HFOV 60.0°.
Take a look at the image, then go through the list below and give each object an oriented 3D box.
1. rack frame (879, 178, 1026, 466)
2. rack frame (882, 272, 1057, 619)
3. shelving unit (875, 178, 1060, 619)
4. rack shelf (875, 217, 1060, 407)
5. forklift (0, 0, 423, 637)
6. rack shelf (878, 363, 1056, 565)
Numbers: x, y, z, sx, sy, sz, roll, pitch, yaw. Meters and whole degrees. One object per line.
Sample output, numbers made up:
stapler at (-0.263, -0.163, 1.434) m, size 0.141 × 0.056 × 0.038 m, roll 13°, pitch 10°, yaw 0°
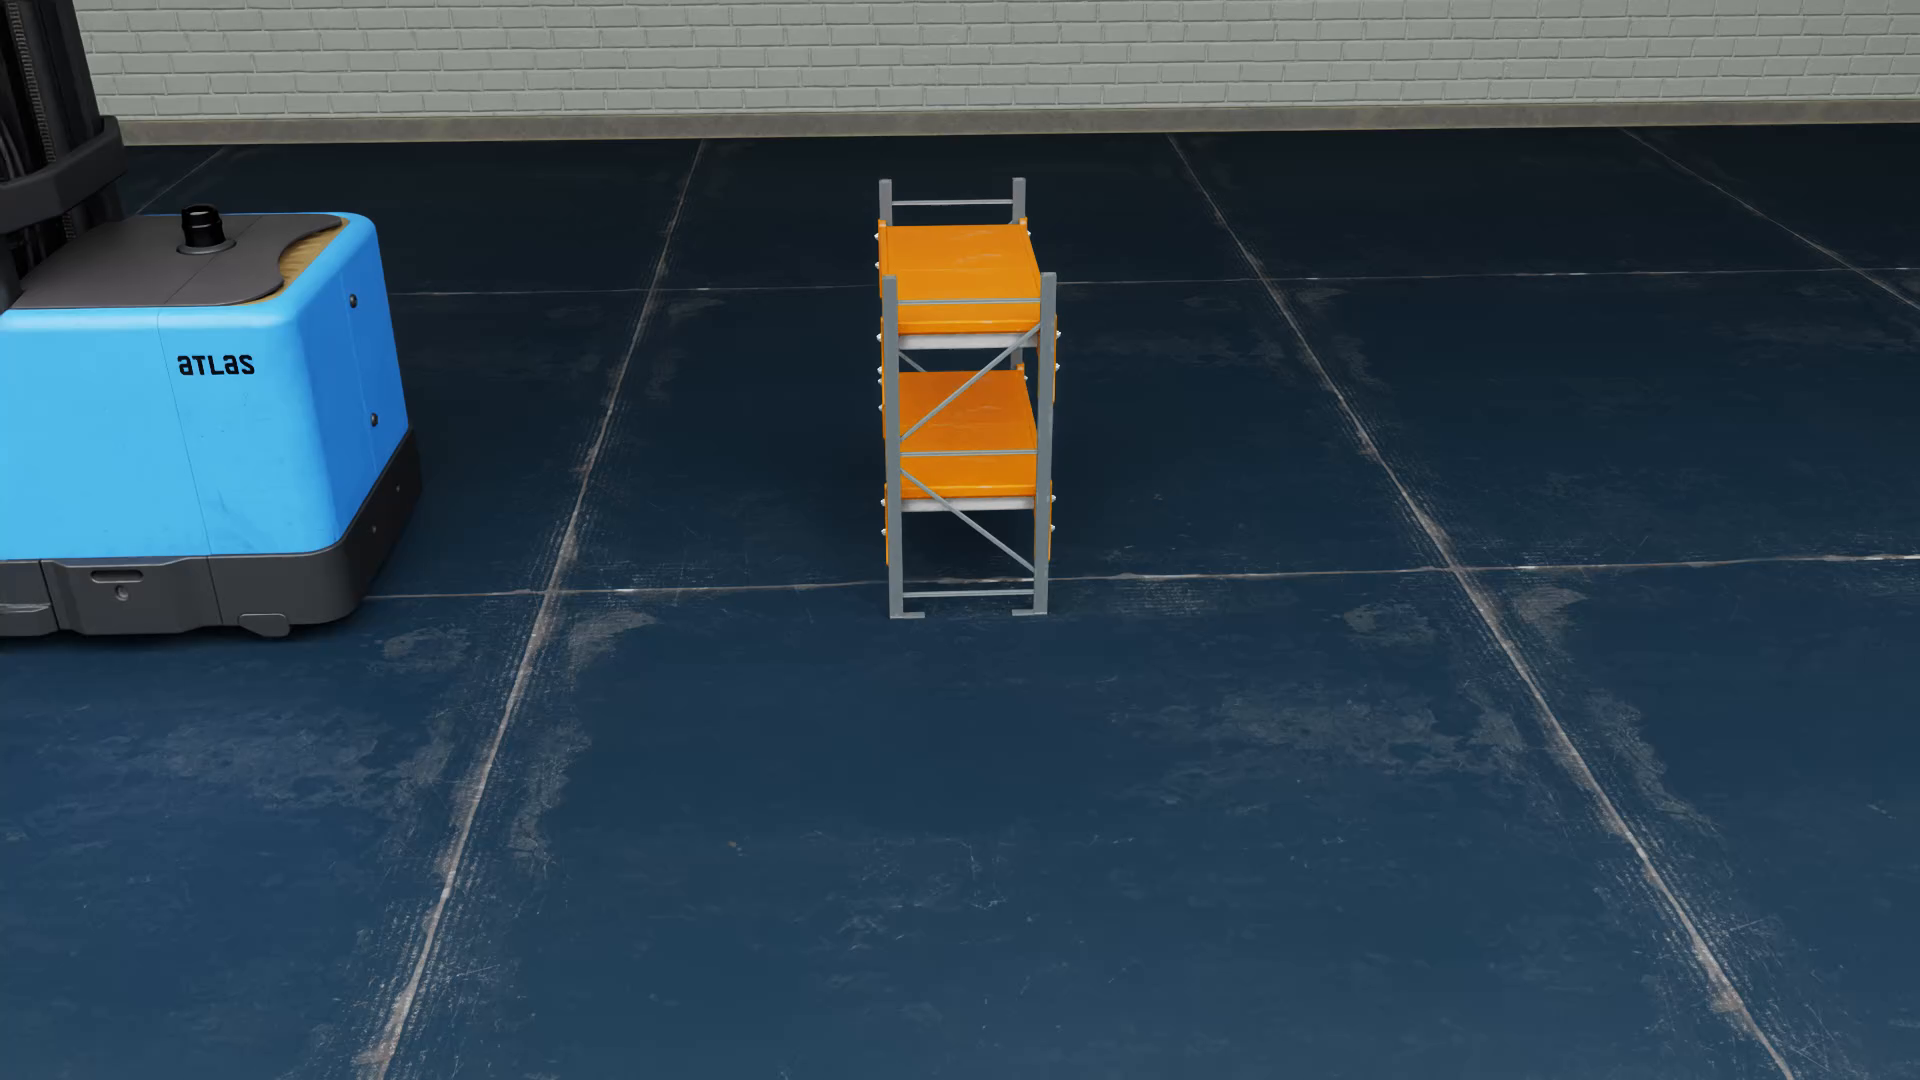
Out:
rack frame at (-0.026, -0.730, 5.934) m, size 0.500 × 1.125 × 0.032 m, roll -1°, pitch 28°, yaw -3°
rack frame at (0.027, -0.261, 5.034) m, size 0.500 × 1.125 × 0.032 m, roll -1°, pitch 28°, yaw -3°
shelving unit at (0.000, -0.496, 5.484) m, size 0.538 × 1.125 × 1.048 m, roll -1°, pitch 28°, yaw -3°
rack shelf at (0.000, -0.755, 5.349) m, size 0.538 × 0.278 × 1.000 m, roll -1°, pitch 28°, yaw -3°
forklift at (-3.414, -1.190, 4.862) m, size 3.031 × 2.935 × 1.130 m, roll -1°, pitch 28°, yaw -2°
rack shelf at (0.000, -0.279, 5.597) m, size 0.538 × 0.278 × 1.000 m, roll -1°, pitch 28°, yaw -3°
